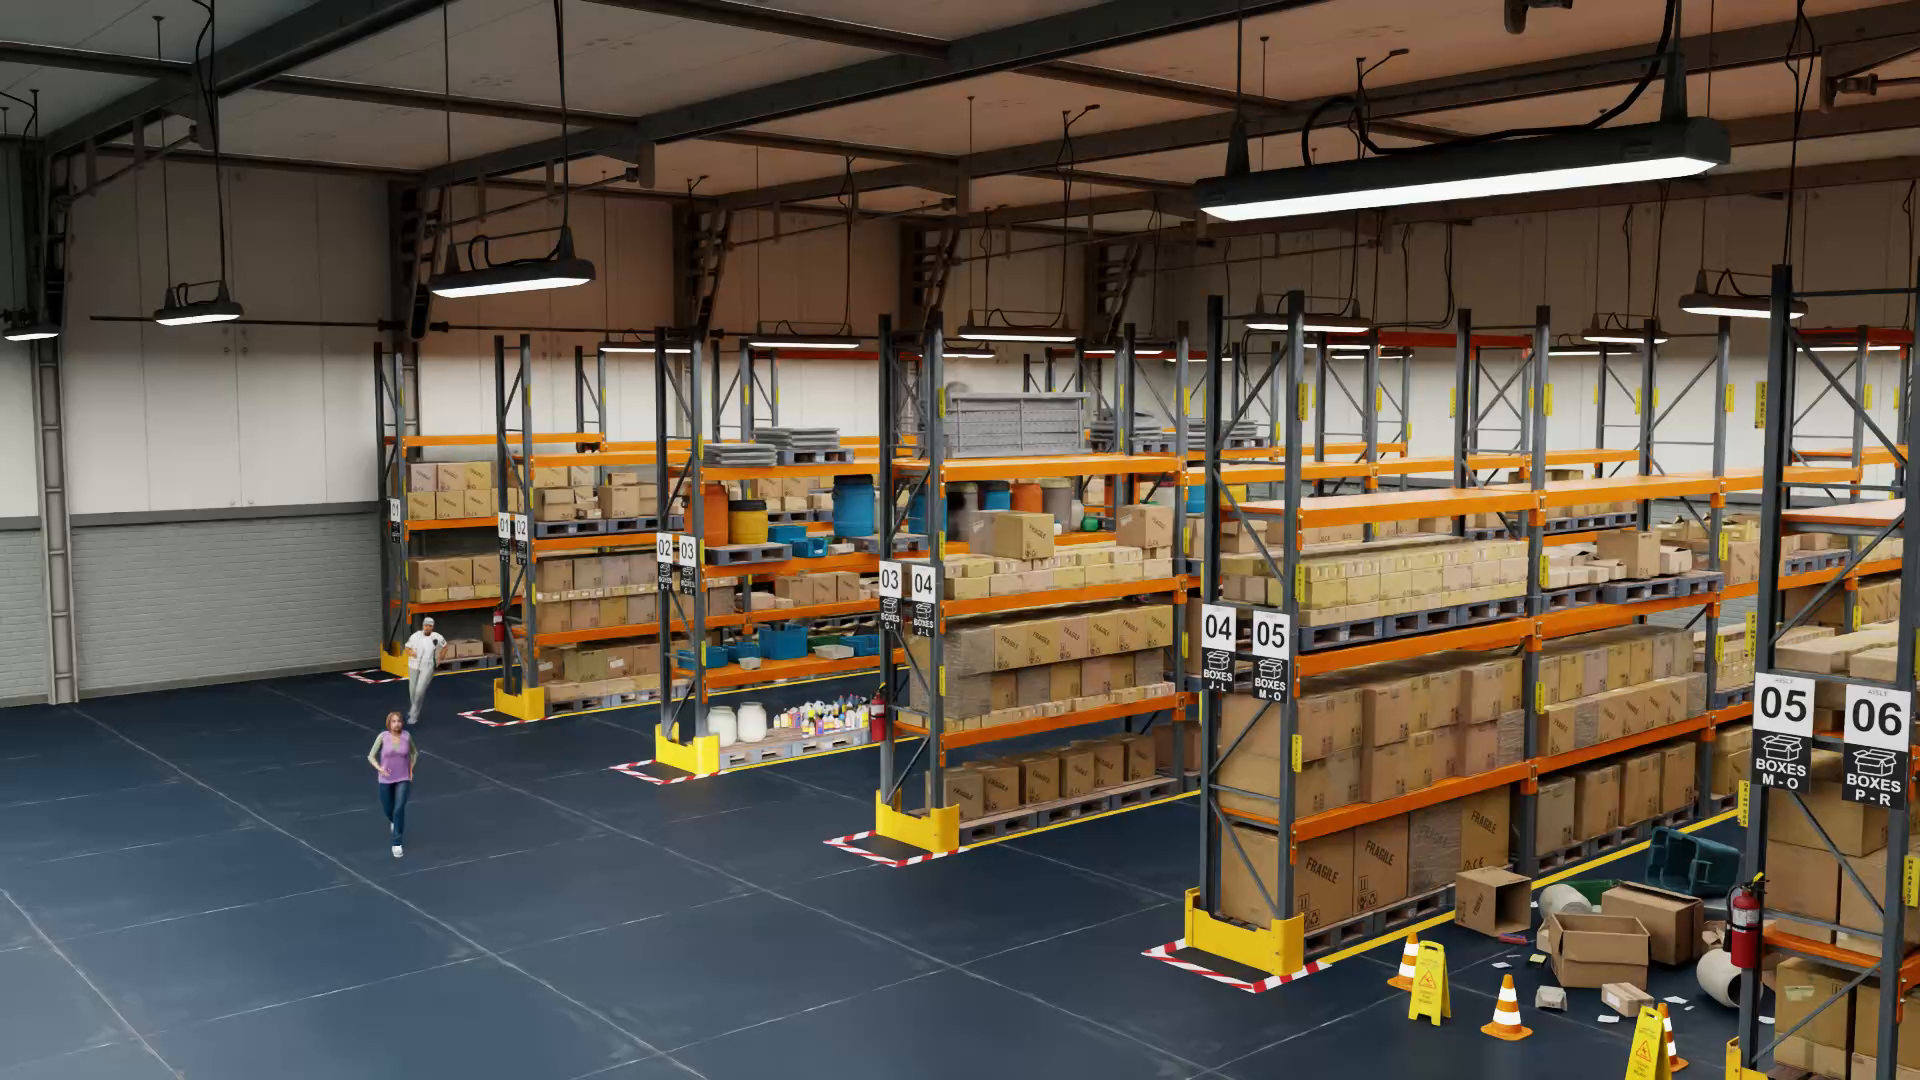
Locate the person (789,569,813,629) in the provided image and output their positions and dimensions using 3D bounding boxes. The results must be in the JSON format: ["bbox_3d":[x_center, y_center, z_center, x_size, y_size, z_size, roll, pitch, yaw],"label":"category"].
[{"bbox_3d":[-3.039,1.361,32.290,0.883,1.783,0.663,-4,7,-37],"label":"person"}]

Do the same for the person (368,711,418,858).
[{"bbox_3d":[-6.332,2.698,18.606,0.534,1.591,0.696,-2,6,-22],"label":"person"}]

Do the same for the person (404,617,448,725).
[{"bbox_3d":[-8.342,2.030,25.879,0.643,1.676,0.718,0,5,-2],"label":"person"}]
